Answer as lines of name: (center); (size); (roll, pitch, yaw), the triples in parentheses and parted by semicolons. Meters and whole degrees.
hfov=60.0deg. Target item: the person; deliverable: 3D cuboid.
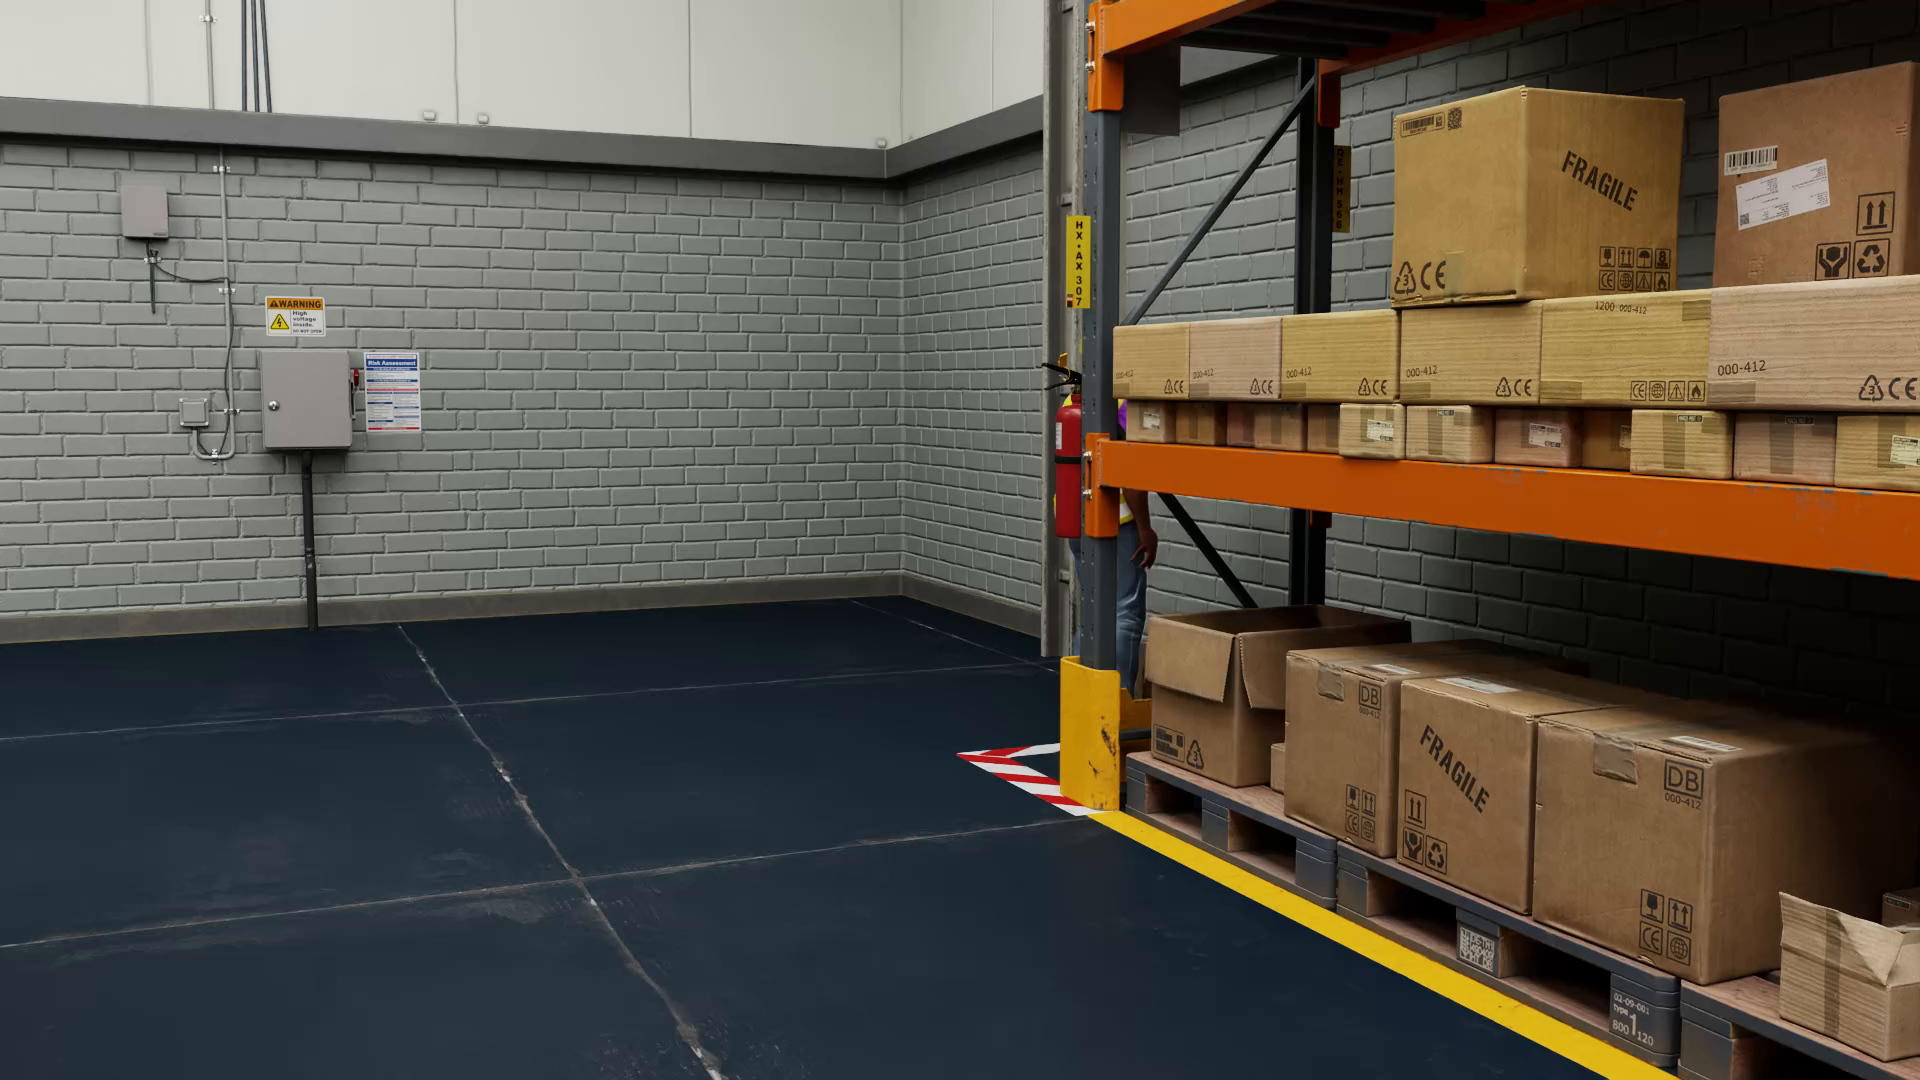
person: (0.663, -0.064, 7.359); (0.462, 1.759, 0.633); (-3, 6, -27)
